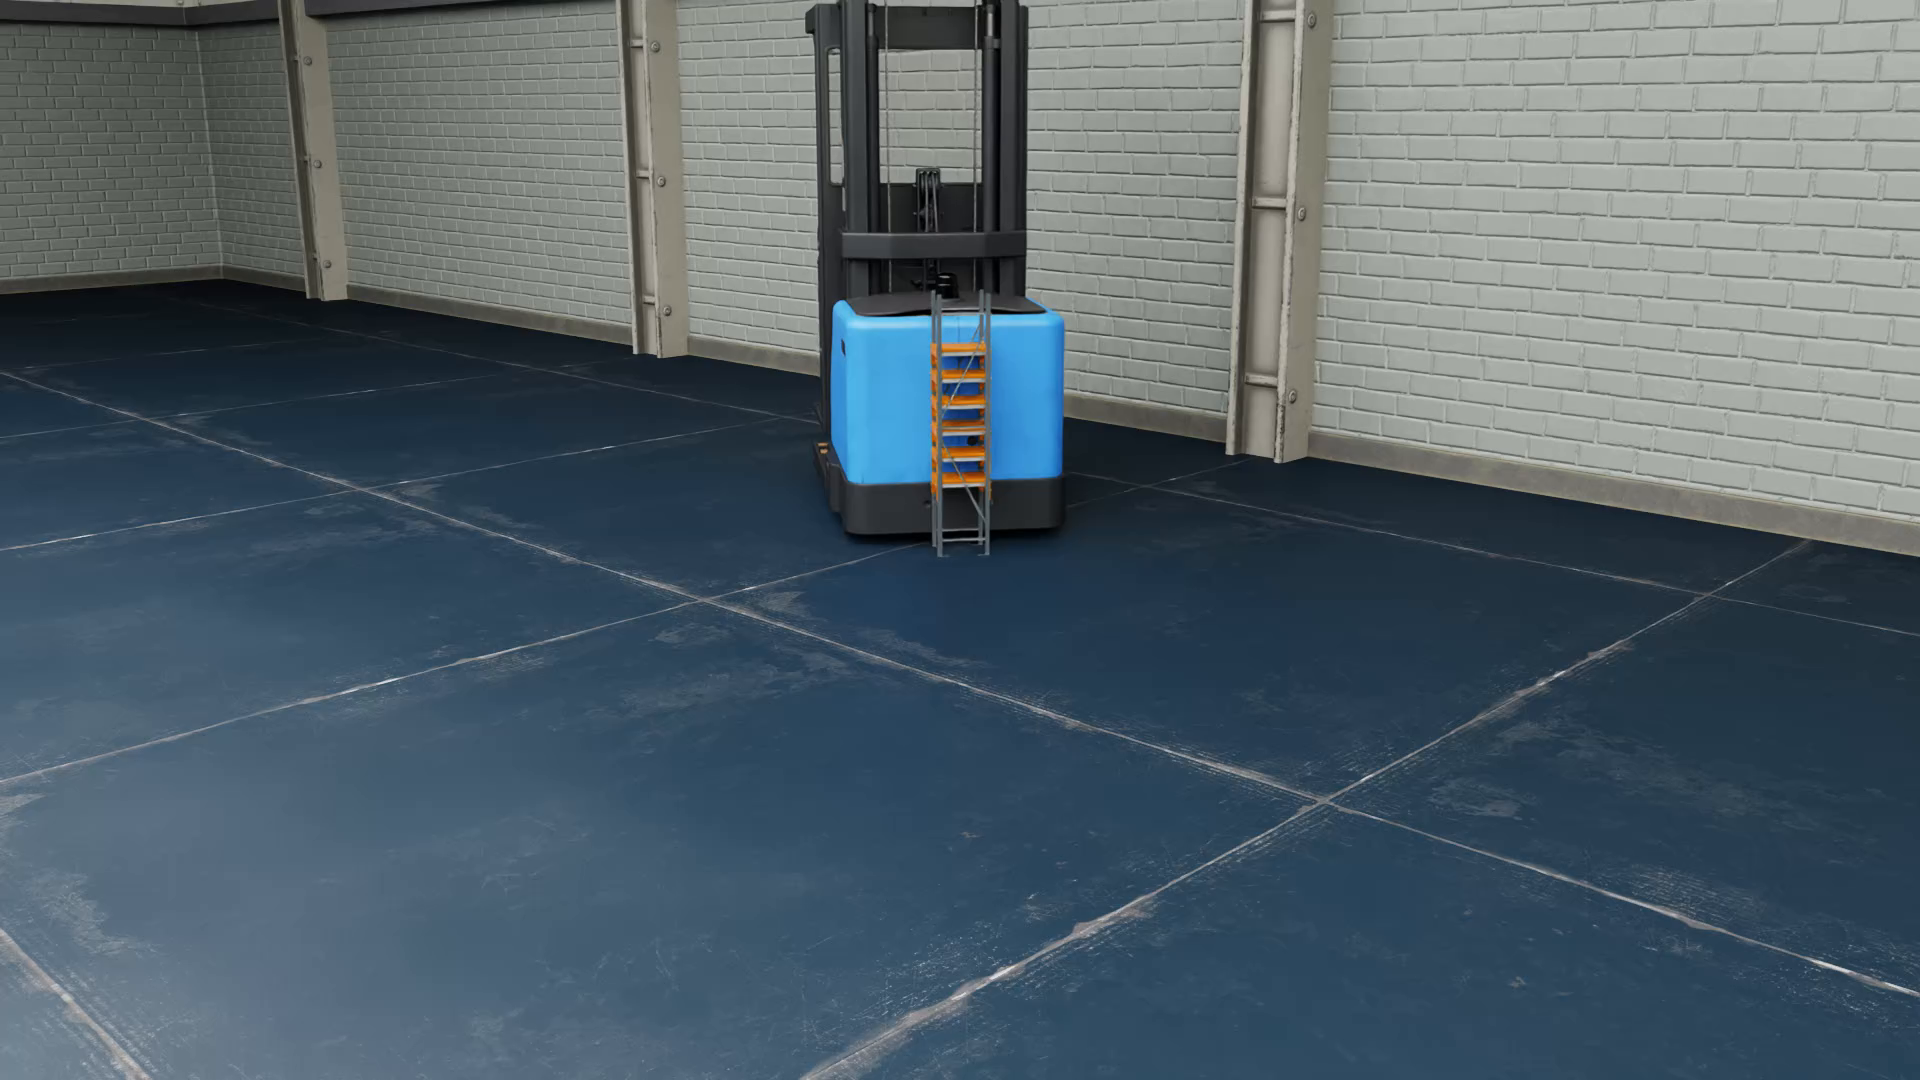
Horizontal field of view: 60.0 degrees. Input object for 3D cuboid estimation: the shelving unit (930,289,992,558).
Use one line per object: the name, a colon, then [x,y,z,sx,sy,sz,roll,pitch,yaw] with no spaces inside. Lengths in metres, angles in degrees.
shelving unit: [0.003,-0.526,7.570,0.258,1.200,0.189,-2,15,-9]

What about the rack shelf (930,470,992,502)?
rack shelf: [0.003,-0.251,7.642,0.258,0.103,0.180,-2,15,-9]

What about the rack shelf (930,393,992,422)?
rack shelf: [0.003,-0.599,7.551,0.258,0.103,0.180,-2,15,-9]

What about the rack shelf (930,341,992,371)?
rack shelf: [0.003,-0.831,7.491,0.258,0.103,0.180,-2,15,-9]

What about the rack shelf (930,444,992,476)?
rack shelf: [0.003,-0.367,7.612,0.258,0.103,0.180,-2,15,-9]

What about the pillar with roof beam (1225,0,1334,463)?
pillar with roof beam: [-1.162,-4.080,5.743,0.400,9.000,9.100,14,20,42]

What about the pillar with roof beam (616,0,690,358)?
pillar with roof beam: [-5.481,-5.130,9.773,0.400,9.000,9.100,14,20,42]

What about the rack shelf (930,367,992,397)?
rack shelf: [0.003,-0.715,7.521,0.258,0.103,0.180,-2,15,-9]

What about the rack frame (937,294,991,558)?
rack frame: [0.017,-0.503,7.483,0.240,1.200,0.006,-2,15,-9]

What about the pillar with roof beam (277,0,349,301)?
pillar with roof beam: [-9.800,-6.180,13.803,0.400,9.000,9.100,14,20,42]

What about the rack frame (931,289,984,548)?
rack frame: [-0.011,-0.549,7.658,0.240,1.200,0.006,-2,15,-9]

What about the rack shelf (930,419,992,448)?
rack shelf: [0.003,-0.483,7.582,0.258,0.103,0.180,-2,15,-9]

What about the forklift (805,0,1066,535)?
forklift: [-0.233,-1.766,8.896,1.130,2.935,3.031,-2,15,-9]
